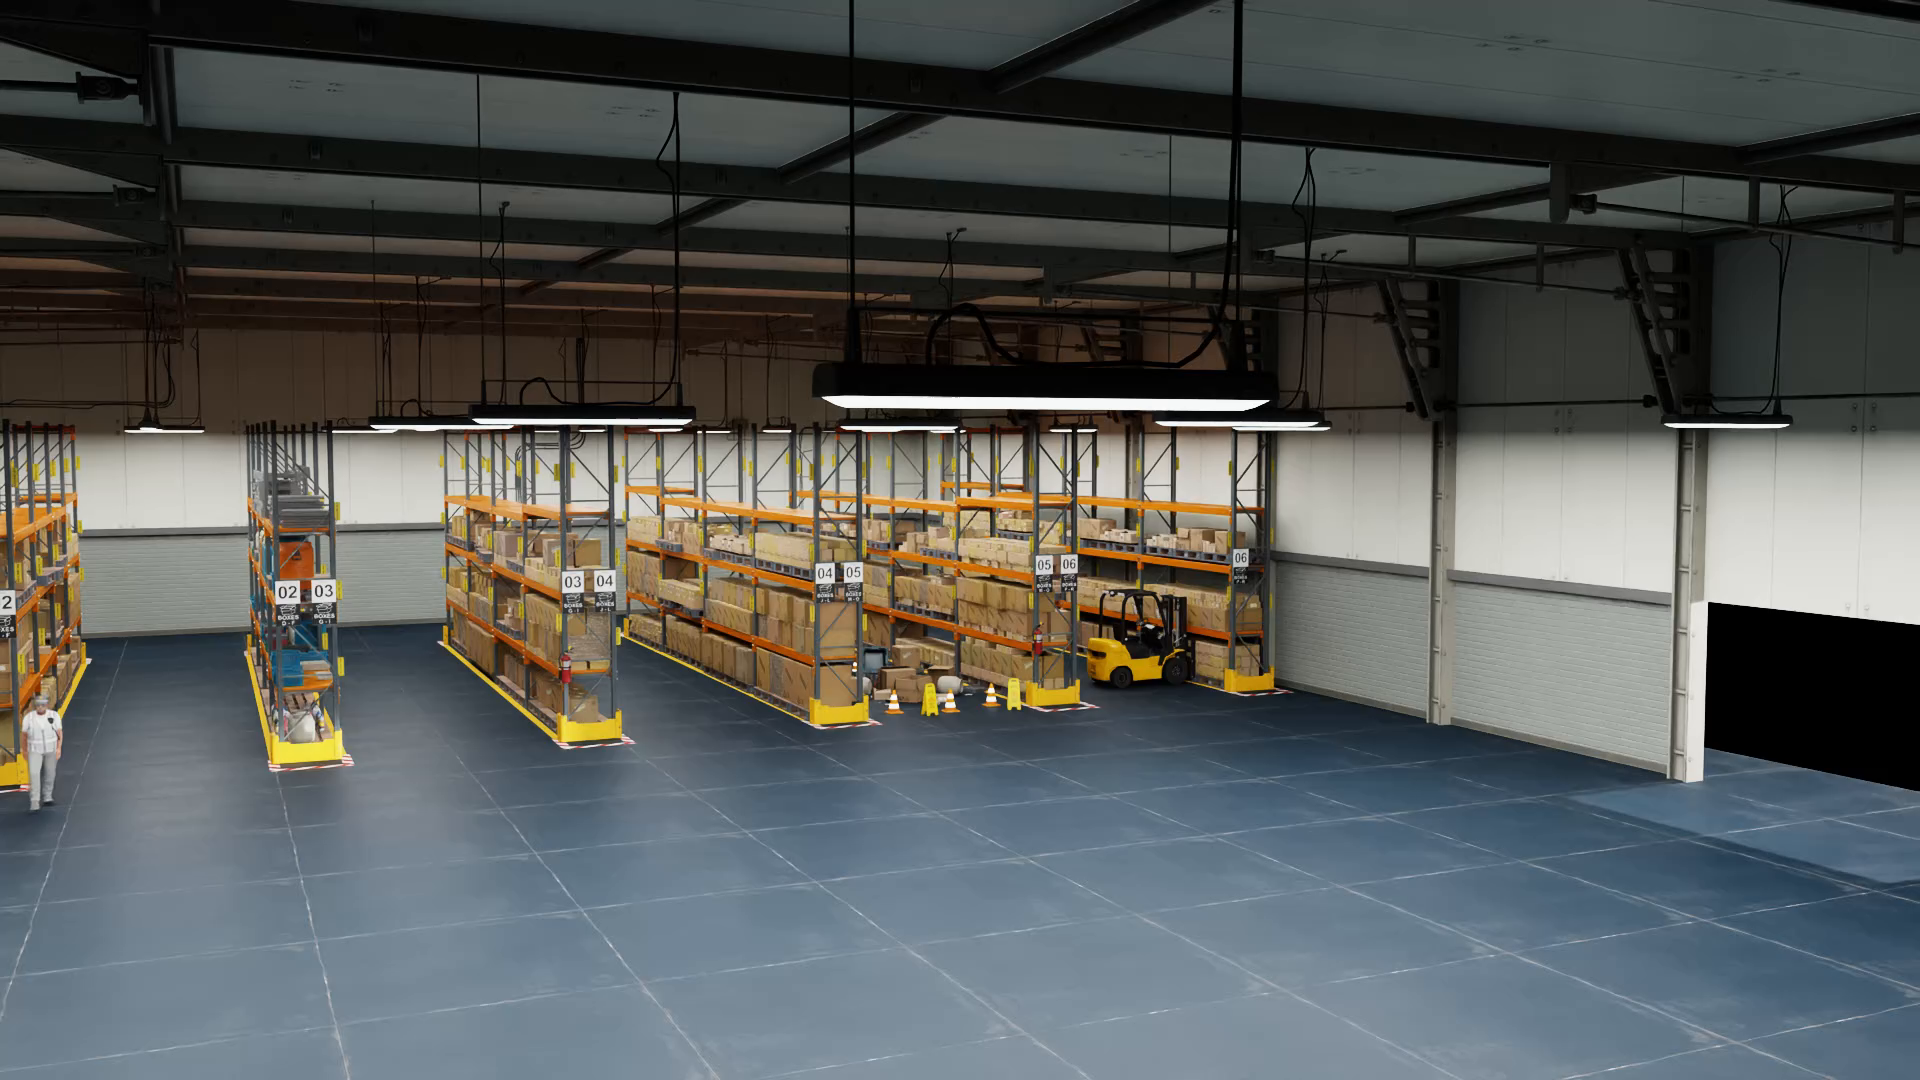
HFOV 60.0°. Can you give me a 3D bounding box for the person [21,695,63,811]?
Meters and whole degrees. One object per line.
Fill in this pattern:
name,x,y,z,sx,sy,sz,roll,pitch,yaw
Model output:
person,-14.122,3.241,25.619,0.547,1.707,0.967,-3,4,-37
